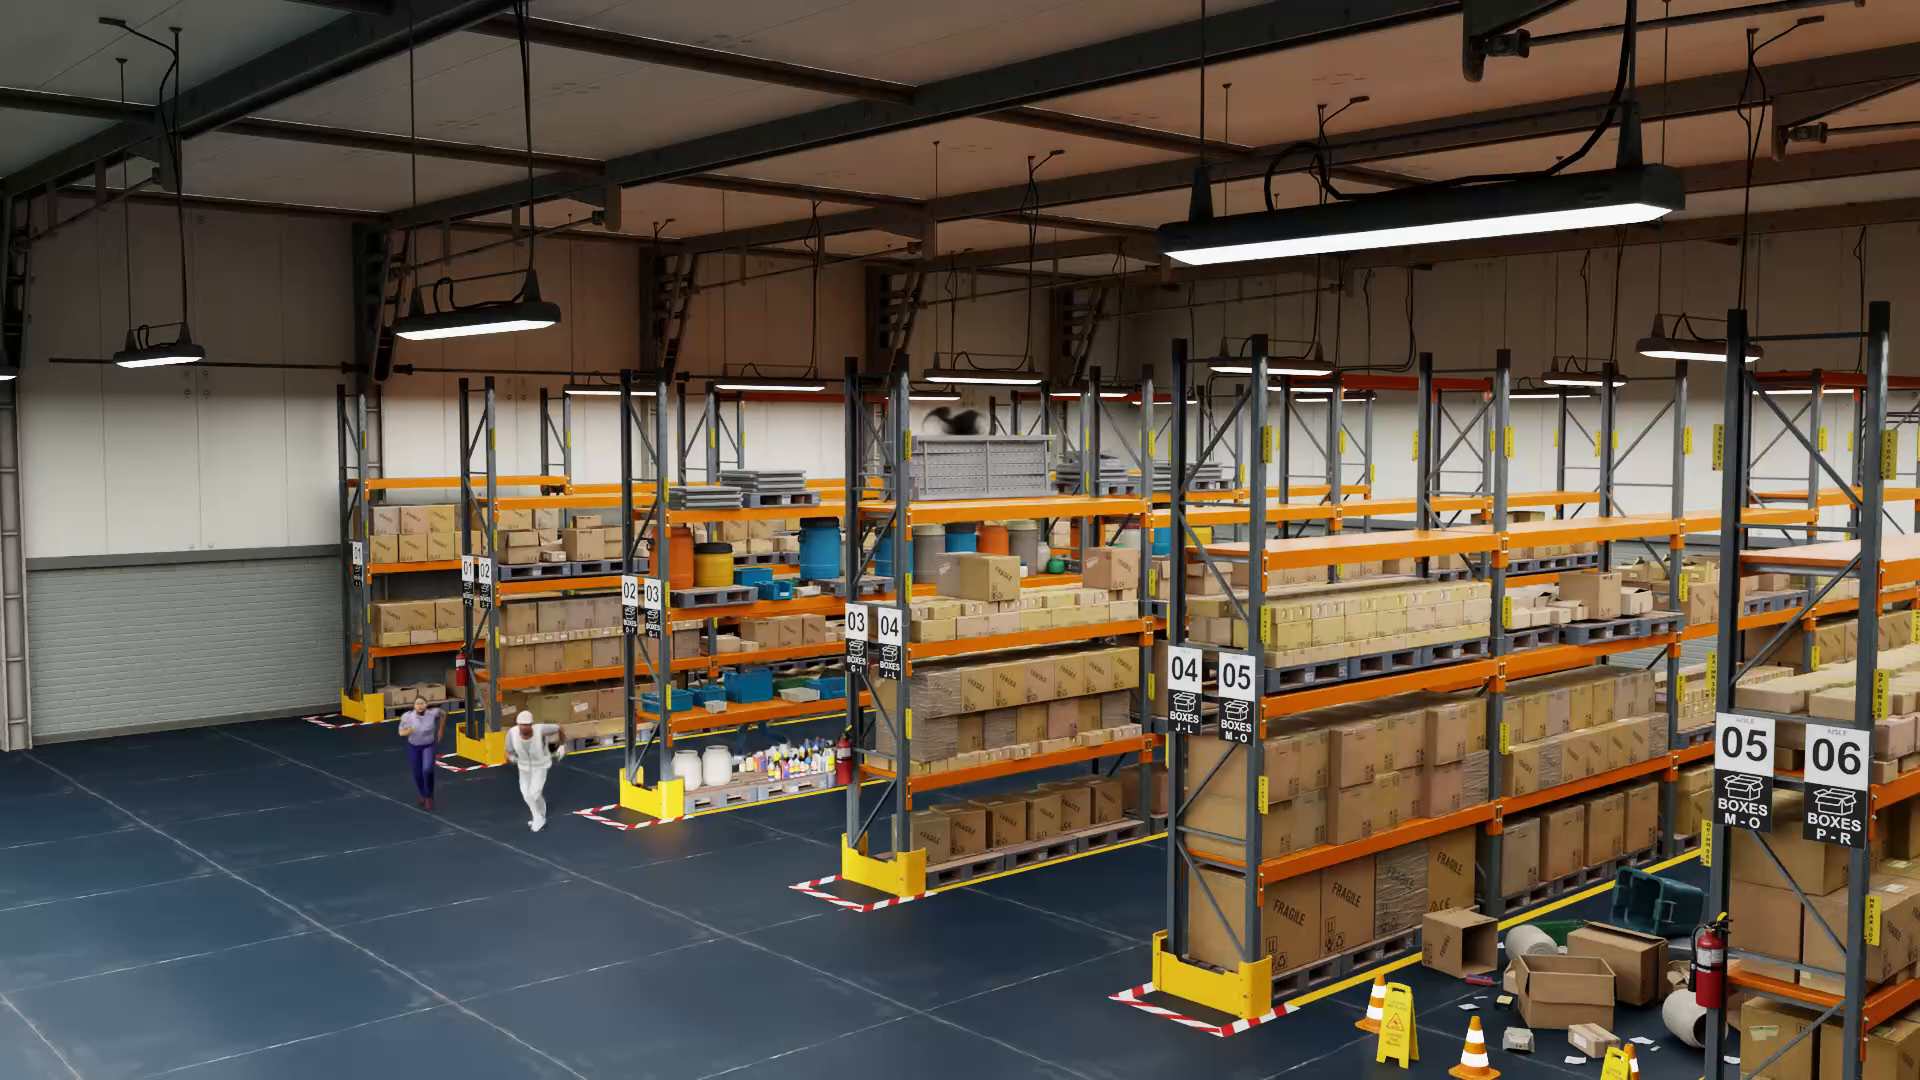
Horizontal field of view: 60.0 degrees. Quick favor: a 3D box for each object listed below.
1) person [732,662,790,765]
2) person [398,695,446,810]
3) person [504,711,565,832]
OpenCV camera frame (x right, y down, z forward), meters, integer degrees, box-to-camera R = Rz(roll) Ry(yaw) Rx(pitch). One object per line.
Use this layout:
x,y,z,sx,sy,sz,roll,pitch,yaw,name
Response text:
-3.123,2.686,25.823,1.016,1.615,0.495,-2,4,-31,person
-7.306,2.880,22.623,0.585,1.574,0.868,-1,4,-11,person
-5.434,2.948,21.259,0.715,1.621,0.929,0,4,3,person
